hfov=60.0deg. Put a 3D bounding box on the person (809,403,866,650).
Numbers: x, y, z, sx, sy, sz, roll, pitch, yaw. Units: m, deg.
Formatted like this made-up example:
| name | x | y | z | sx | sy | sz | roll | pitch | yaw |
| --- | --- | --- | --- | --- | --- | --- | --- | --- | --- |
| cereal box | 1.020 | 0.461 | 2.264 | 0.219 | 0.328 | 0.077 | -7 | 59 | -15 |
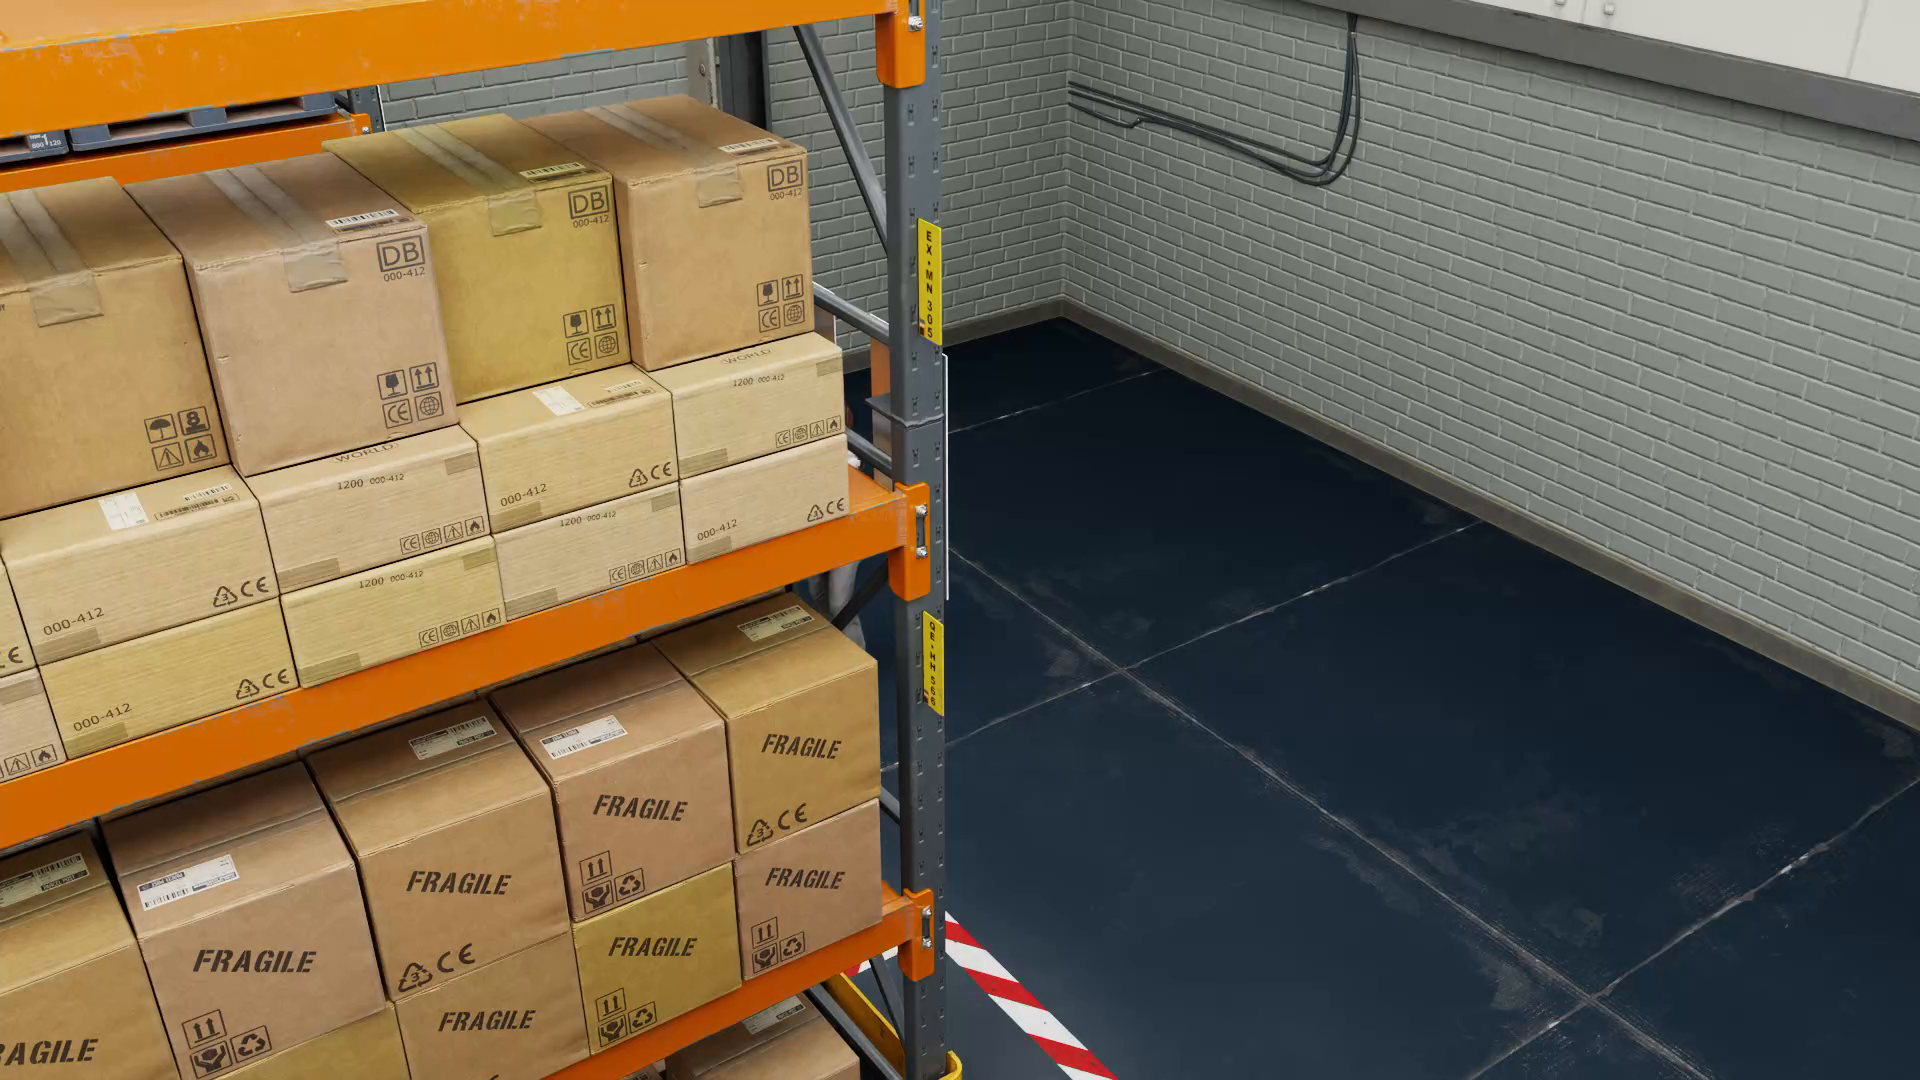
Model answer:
| name | x | y | z | sx | sy | sz | roll | pitch | yaw |
| --- | --- | --- | --- | --- | --- | --- | --- | --- | --- |
| person | -0.730 | 0.037 | 8.574 | 0.498 | 1.598 | 0.385 | -19 | 34 | -30 |
